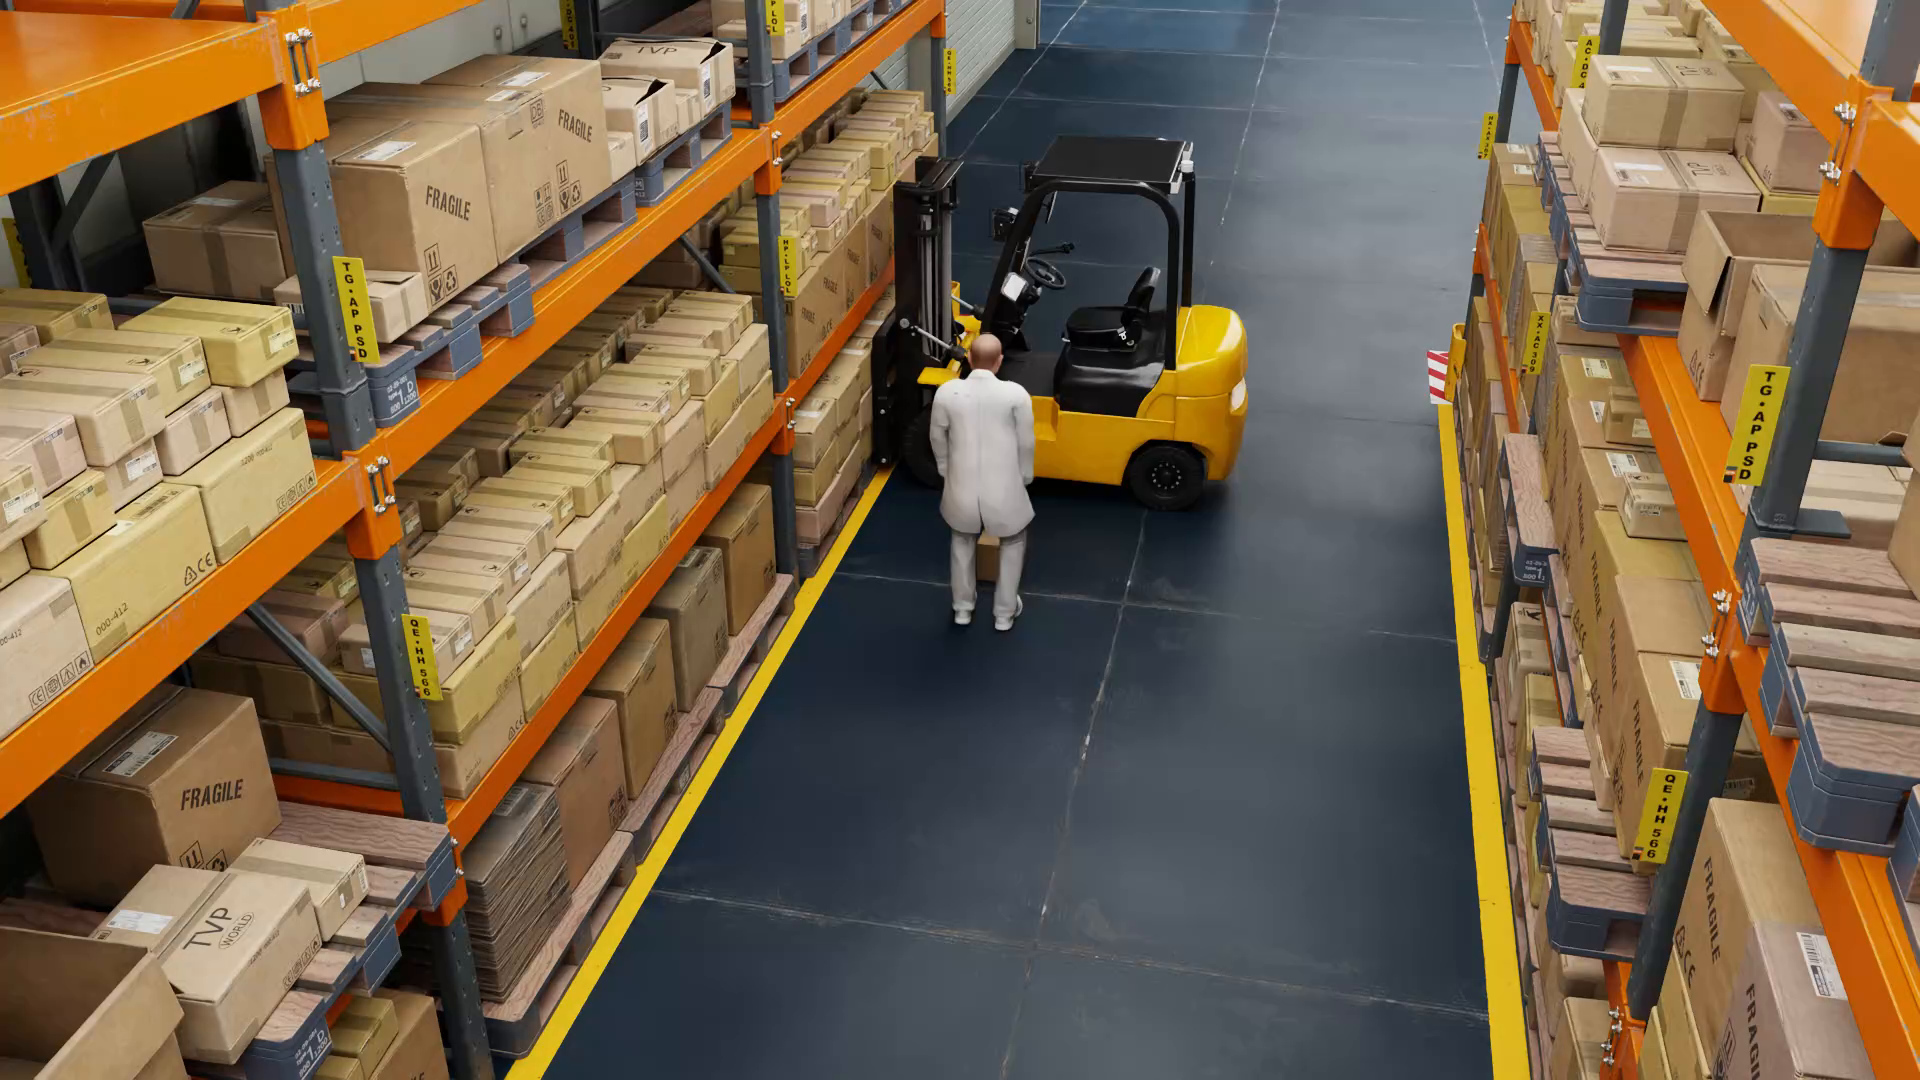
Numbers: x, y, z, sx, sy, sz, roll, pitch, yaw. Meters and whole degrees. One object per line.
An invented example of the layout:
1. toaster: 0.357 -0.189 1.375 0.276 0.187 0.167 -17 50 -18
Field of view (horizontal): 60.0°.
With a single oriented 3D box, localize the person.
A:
1. person: 0.123 -0.308 9.310 0.599 1.693 0.459 7 29 12
